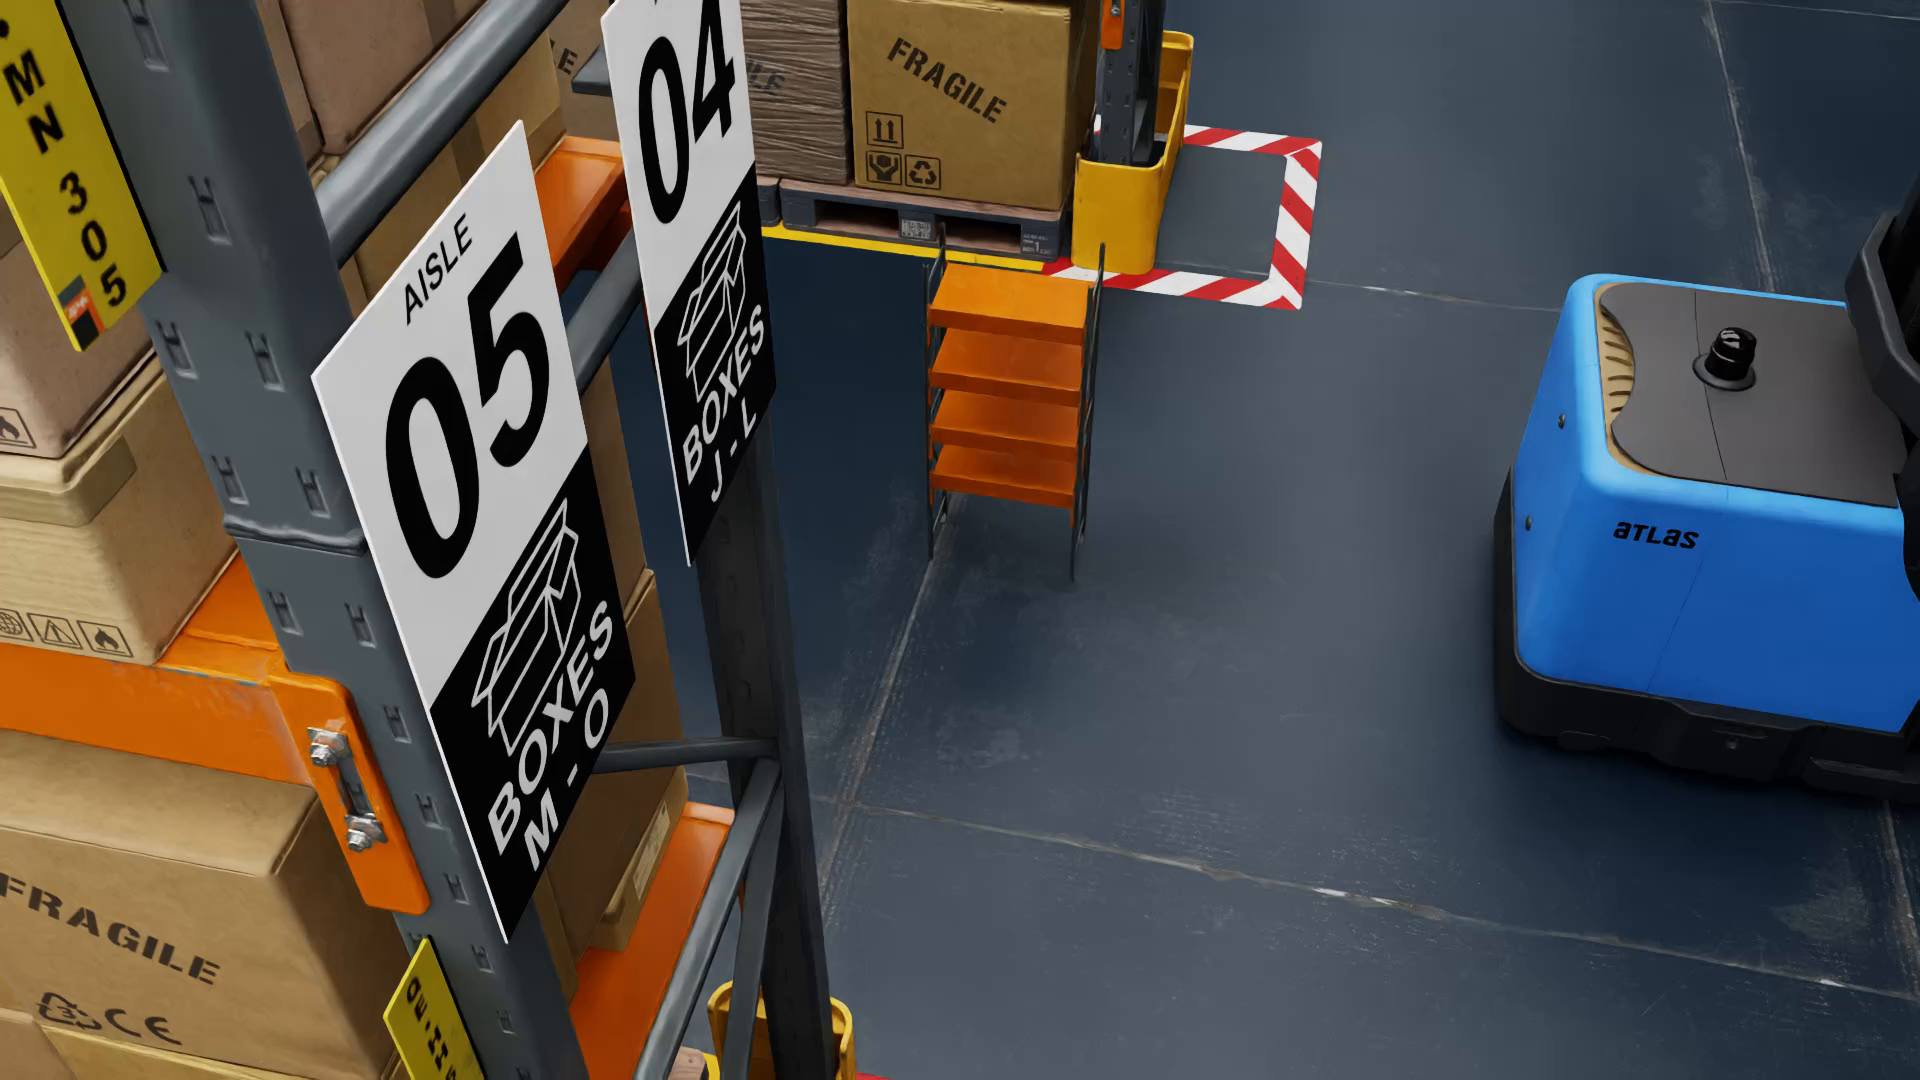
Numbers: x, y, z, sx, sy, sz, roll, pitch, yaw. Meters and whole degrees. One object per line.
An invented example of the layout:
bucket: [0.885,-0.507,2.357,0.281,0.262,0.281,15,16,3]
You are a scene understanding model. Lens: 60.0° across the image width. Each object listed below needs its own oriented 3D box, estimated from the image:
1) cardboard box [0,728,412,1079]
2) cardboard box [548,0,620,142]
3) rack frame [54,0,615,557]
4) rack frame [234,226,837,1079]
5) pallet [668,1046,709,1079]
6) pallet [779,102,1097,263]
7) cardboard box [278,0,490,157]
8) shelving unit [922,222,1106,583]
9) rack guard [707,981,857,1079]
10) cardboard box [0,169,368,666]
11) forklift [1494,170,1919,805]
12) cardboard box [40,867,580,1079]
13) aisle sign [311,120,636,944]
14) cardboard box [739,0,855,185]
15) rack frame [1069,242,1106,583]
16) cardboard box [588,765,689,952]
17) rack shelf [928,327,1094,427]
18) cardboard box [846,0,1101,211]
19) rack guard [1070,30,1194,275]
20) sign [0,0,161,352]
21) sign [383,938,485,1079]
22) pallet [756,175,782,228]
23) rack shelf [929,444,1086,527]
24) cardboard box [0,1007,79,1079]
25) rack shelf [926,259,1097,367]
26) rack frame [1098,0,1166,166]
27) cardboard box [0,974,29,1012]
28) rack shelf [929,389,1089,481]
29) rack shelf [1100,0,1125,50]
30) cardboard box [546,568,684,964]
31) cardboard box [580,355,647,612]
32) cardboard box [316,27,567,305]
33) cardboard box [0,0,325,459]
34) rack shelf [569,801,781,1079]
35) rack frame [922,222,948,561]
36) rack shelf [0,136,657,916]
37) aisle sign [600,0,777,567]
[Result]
cardboard box: [-0.960,0.343,2.223,0.500,0.500,0.500,8,44,8]
cardboard box: [-1.676,-2.295,7.201,0.875,0.875,0.875,9,45,9]
rack frame: [-0.459,-1.414,0.730,0.127,3.000,1.000,9,45,9]
rack frame: [-0.459,0.748,2.810,0.127,3.000,1.000,9,45,9]
pallet: [-1.318,1.594,3.942,1.213,0.211,1.003,9,45,9]
pallet: [-0.075,-1.657,7.320,1.213,0.211,1.003,9,45,9]
cardboard box: [-0.840,-0.703,1.902,0.500,0.250,0.500,9,45,10]
shelving unit: [0.162,-0.407,5.308,0.503,1.200,0.258,9,45,9]
rack guard: [-0.533,1.637,3.689,0.348,0.500,1.175,9,45,9]
cardboard box: [-0.961,-0.169,1.708,0.500,0.250,0.500,8,44,8]
forklift: [3.223,-0.559,4.217,3.031,2.935,1.130,9,45,9]
cardboard box: [-0.954,0.710,2.562,0.500,0.500,0.500,10,45,10]
aisle sign: [-0.453,0.025,1.686,0.004,0.787,0.394,9,45,9]
cardboard box: [-0.807,-2.160,7.061,0.875,0.875,0.875,9,45,9]
rack frame: [0.400,-0.370,5.269,0.015,1.200,0.240,9,45,9]
cardboard box: [-0.704,0.567,3.179,0.250,0.149,0.380,8,45,9]
rack shelf: [0.162,-0.520,5.199,0.480,0.148,0.258,9,45,9]
cardboard box: [0.081,-2.022,6.917,0.875,0.875,0.875,9,45,9]
rack guard: [0.746,-1.690,7.145,0.348,0.500,1.175,9,45,9]
sign: [-0.600,-0.280,1.076,0.005,0.325,0.100,9,45,9]
sign: [-0.600,0.589,1.912,0.005,0.325,0.100,9,45,9]
pallet: [-1.262,-1.843,7.513,1.213,0.211,1.003,9,45,9]
rack shelf: [0.162,-0.216,5.492,0.480,0.148,0.258,9,45,9]
cardboard box: [-1.455,0.629,2.647,0.500,0.500,0.500,8,45,8]
rack shelf: [0.162,-0.690,5.035,0.480,0.148,0.258,9,45,9]
rack frame: [0.723,-2.594,6.282,0.127,3.000,1.000,9,45,9]
cardboard box: [-1.454,0.266,2.303,0.500,0.500,0.500,7,44,8]
rack shelf: [0.162,-0.359,5.355,0.480,0.148,0.258,9,45,9]
rack shelf: [-1.229,-2.637,6.846,4.000,0.370,1.077,9,45,9]
cardboard box: [-0.837,0.349,2.937,0.500,0.500,0.500,11,45,11]
cardboard box: [-0.839,-0.004,2.583,0.500,0.500,0.500,9,45,9]
cardboard box: [-0.841,-0.520,2.072,0.500,0.250,0.500,10,45,11]
cardboard box: [-0.964,-0.357,1.542,0.500,0.250,0.500,8,44,8]
rack shelf: [-2.411,0.704,3.374,4.000,0.370,1.077,9,45,9]
rack frame: [-0.077,-0.444,5.346,0.015,1.200,0.240,9,45,9]
rack shelf: [-2.411,-0.377,2.334,4.000,0.370,1.077,9,45,9]
aisle sign: [-0.322,-0.381,2.108,0.004,0.787,0.394,9,45,9]
